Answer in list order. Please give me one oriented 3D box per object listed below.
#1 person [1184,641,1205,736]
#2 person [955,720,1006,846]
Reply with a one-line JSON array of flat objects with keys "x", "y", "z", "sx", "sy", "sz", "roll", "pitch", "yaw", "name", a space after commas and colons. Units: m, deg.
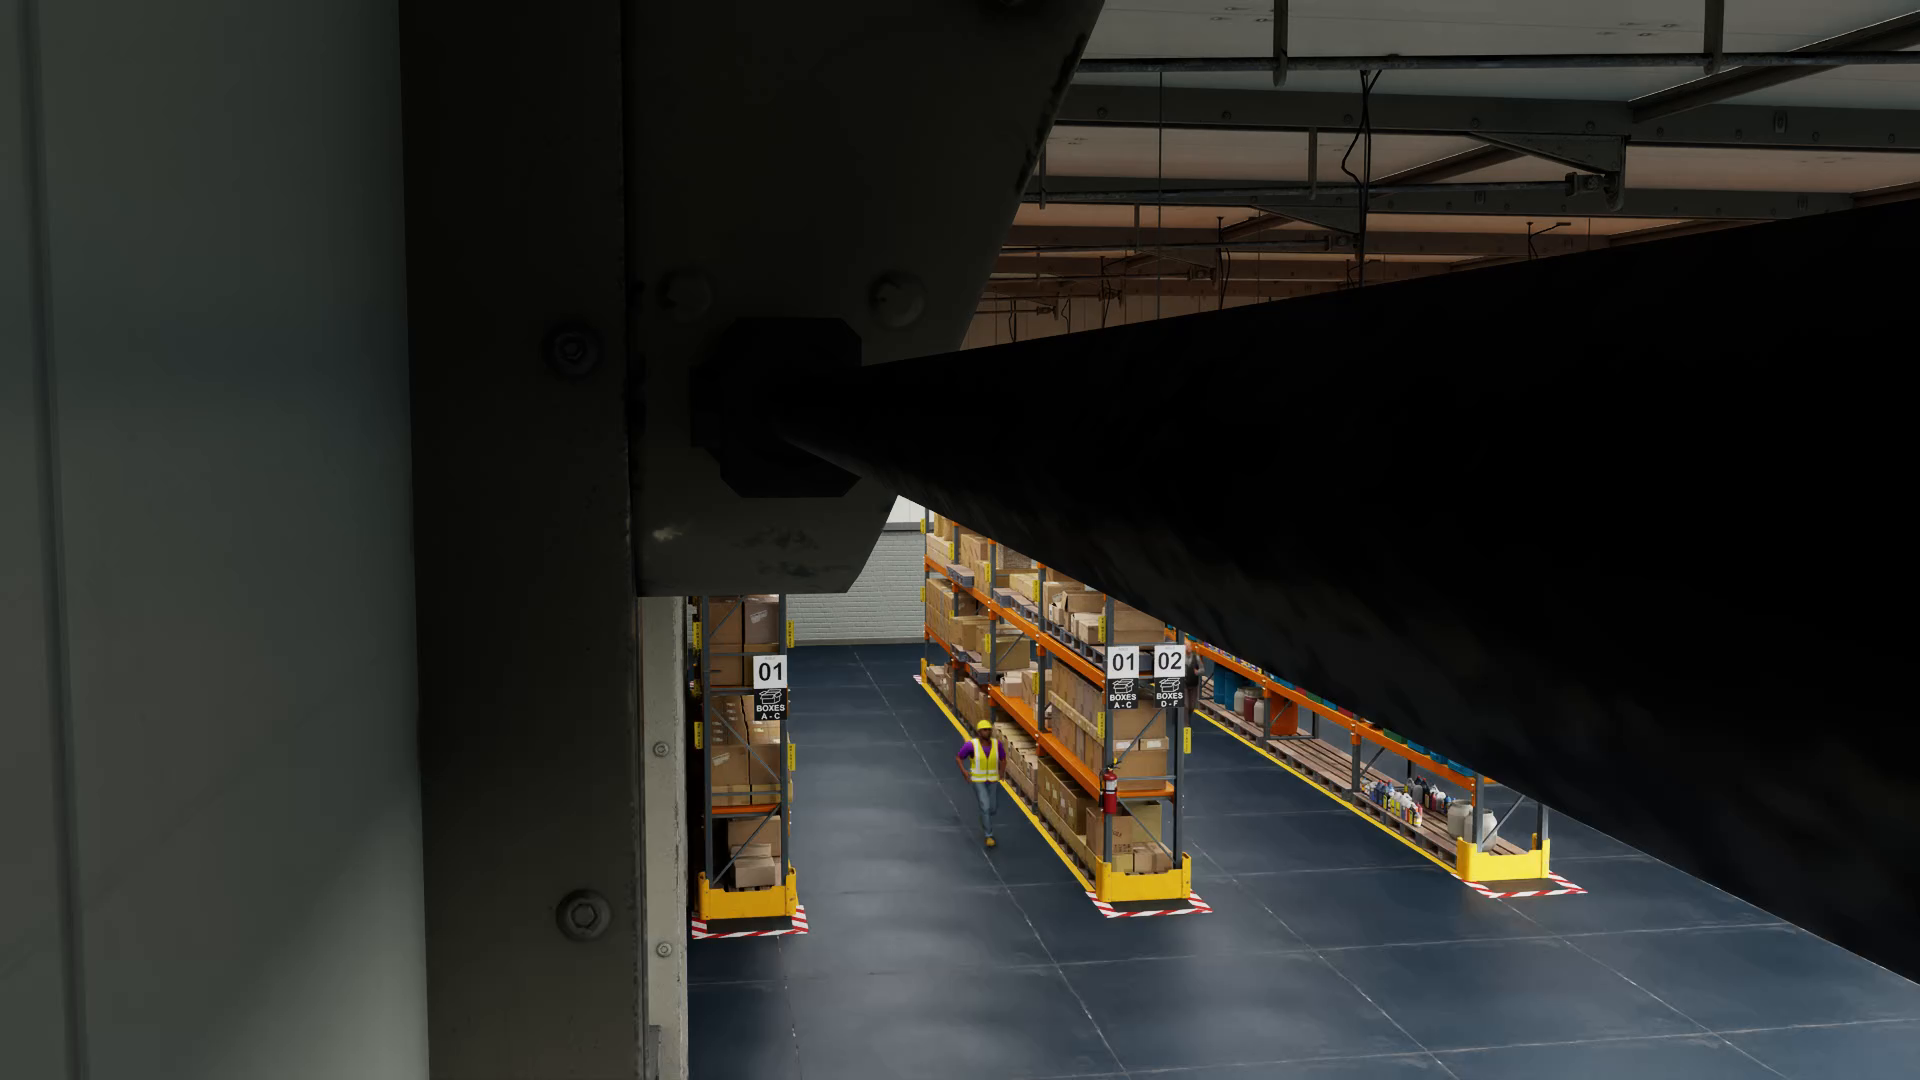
[{"x": 4.225, "y": 2.729, "z": 30.946, "sx": 0.658, "sy": 1.704, "sz": 0.970, "roll": -1, "pitch": 5, "yaw": -9, "name": "person"}, {"x": 0.329, "y": 3.402, "z": 23.486, "sx": 0.732, "sy": 1.737, "sz": 0.810, "roll": -2, "pitch": 5, "yaw": -18, "name": "person"}]
